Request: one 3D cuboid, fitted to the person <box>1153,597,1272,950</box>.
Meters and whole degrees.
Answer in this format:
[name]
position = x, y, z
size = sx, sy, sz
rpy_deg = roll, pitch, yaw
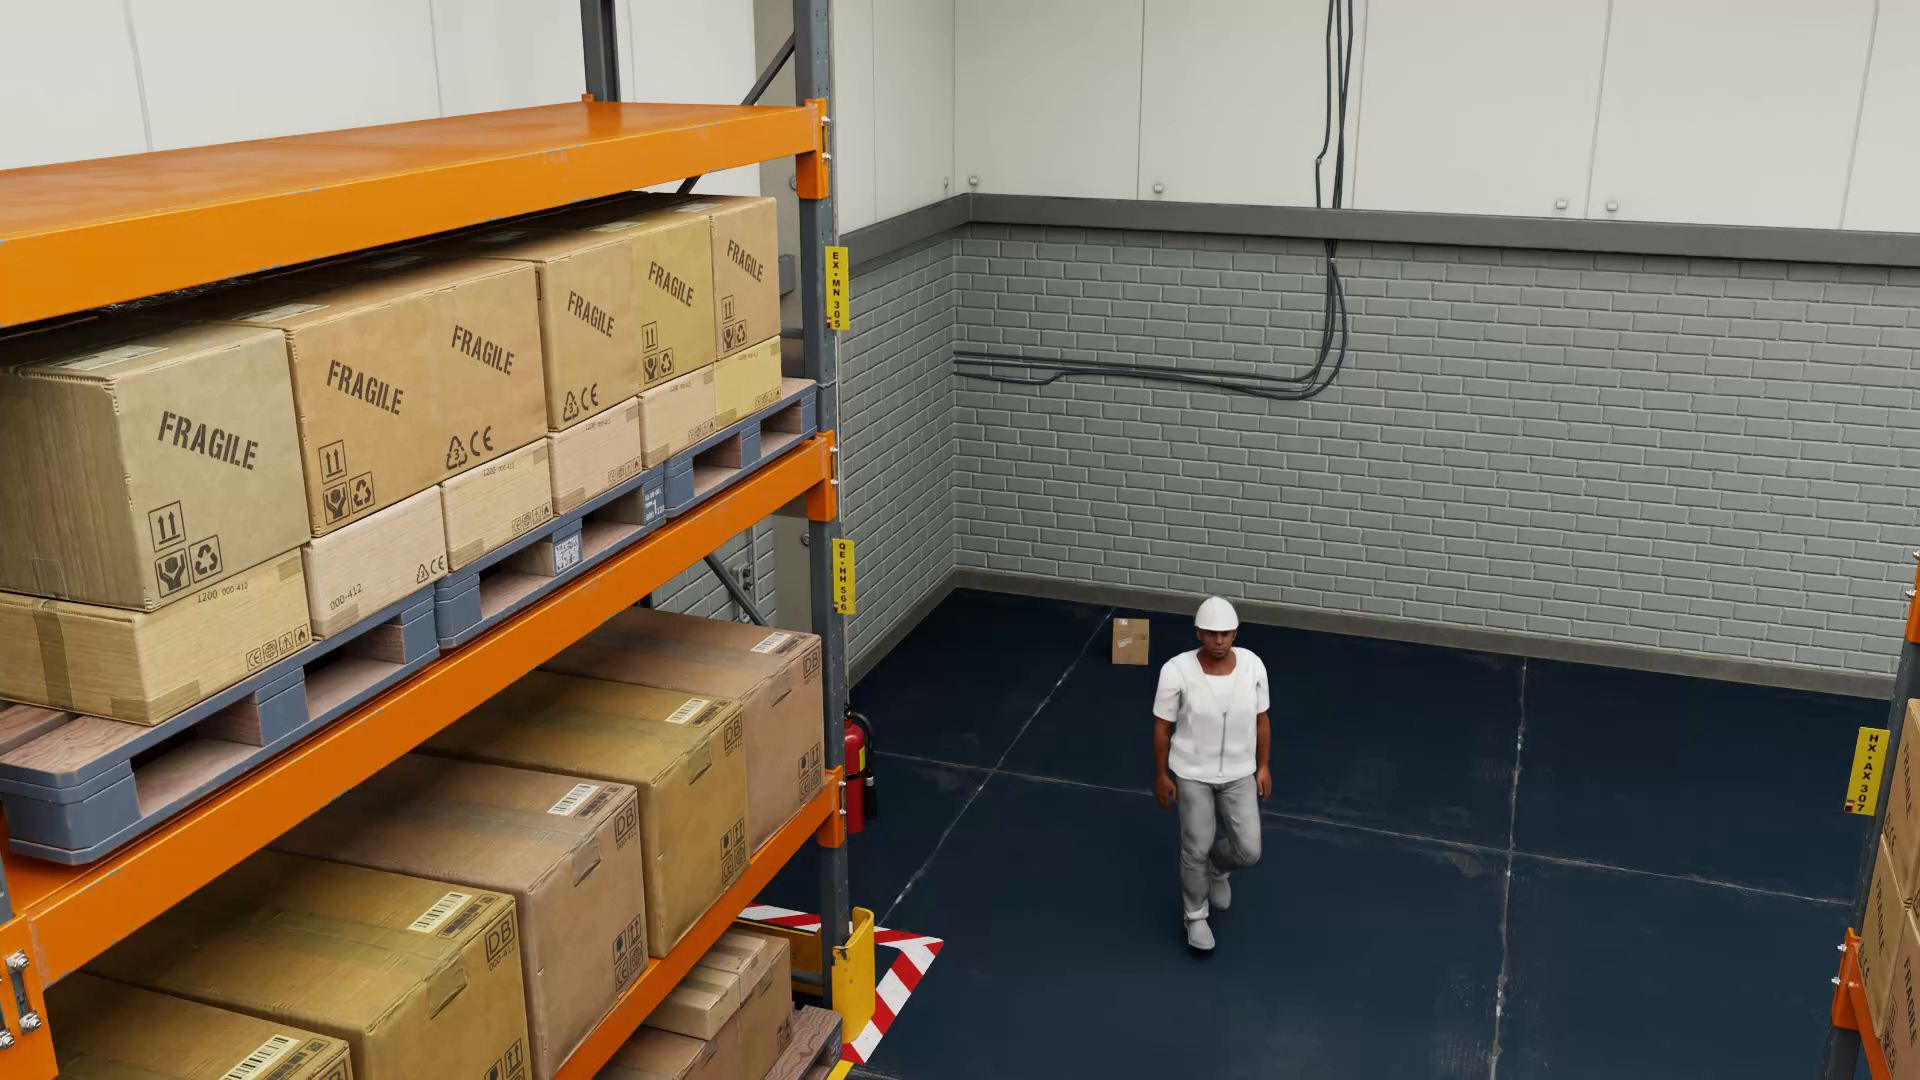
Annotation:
[person]
position = 1.231, 1.116, 8.101
size = 0.598, 1.757, 0.510
rpy_deg = -2, 19, -7
